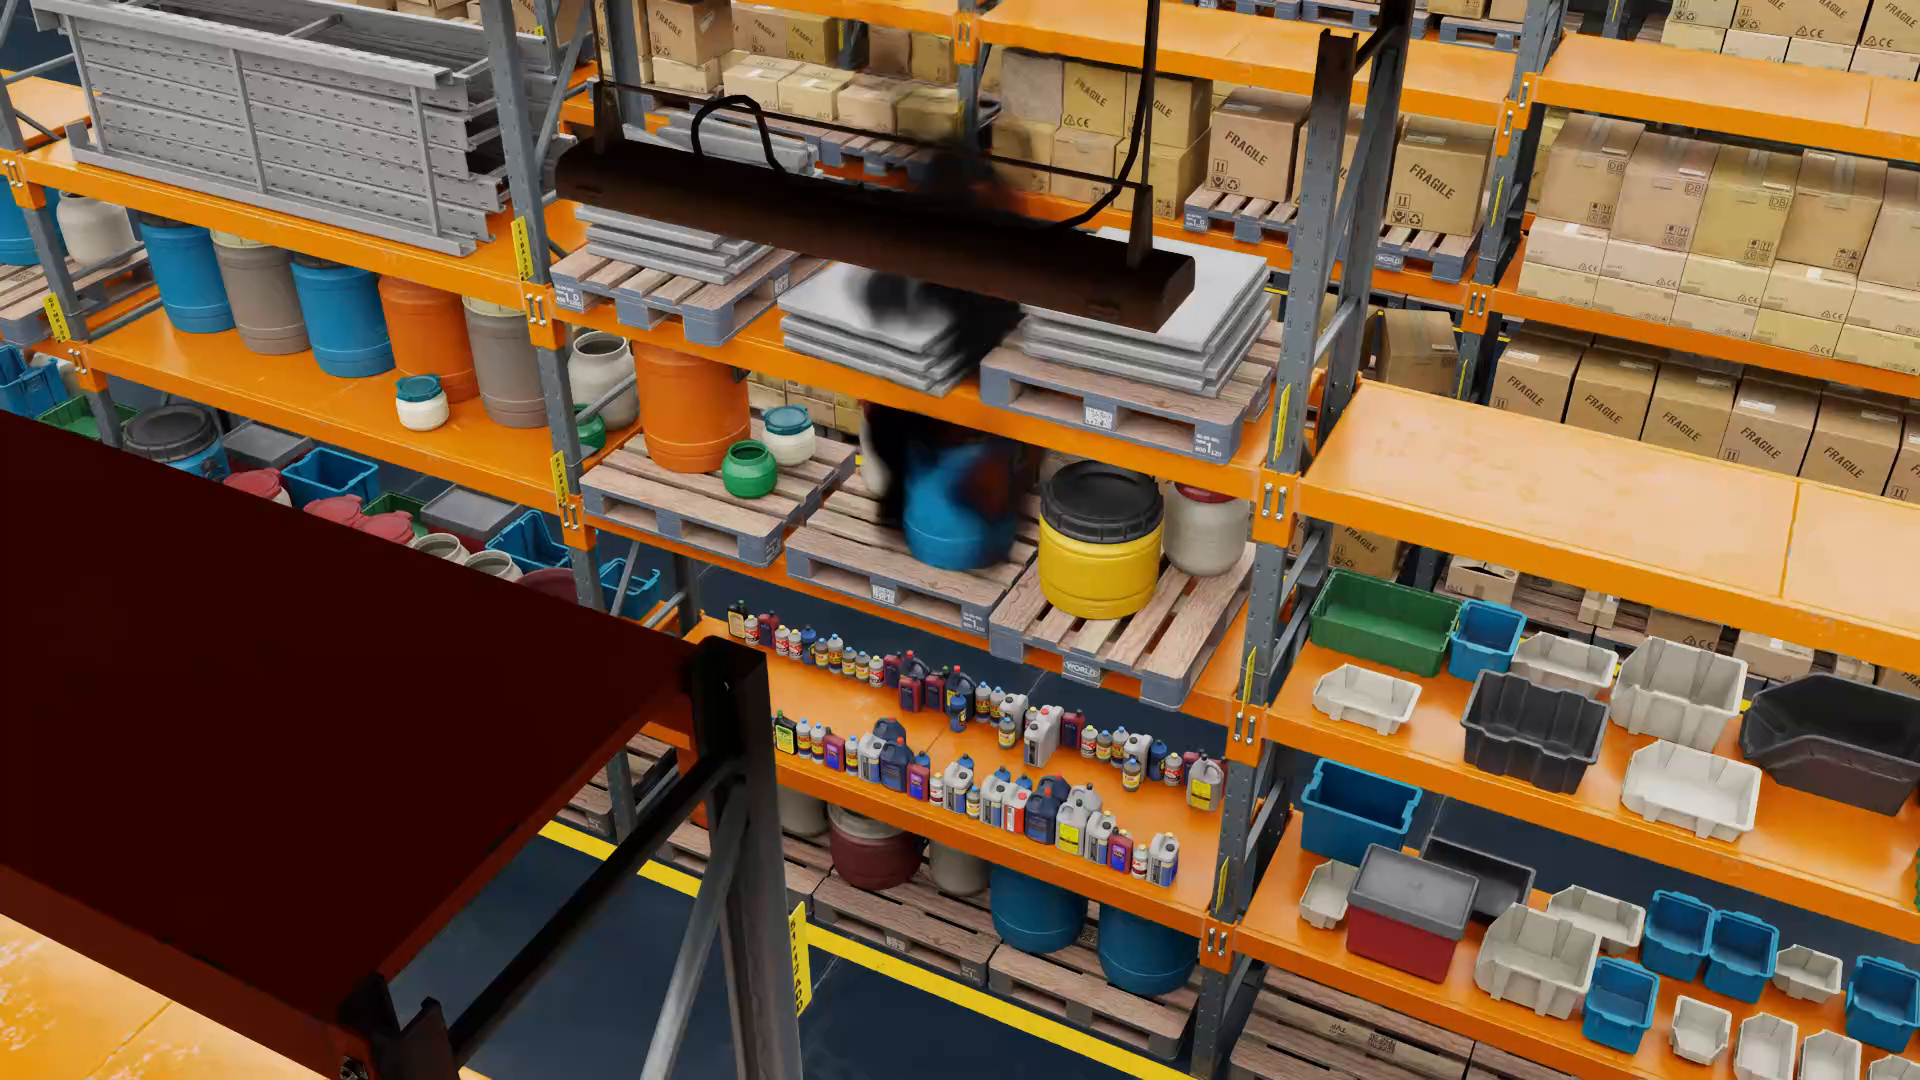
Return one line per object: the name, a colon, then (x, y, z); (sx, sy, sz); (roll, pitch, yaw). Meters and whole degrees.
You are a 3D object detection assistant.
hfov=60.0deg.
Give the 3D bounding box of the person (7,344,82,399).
person: (-7.923, -1.537, 14.537); (0.944, 1.790, 0.649); (14, 37, 19)
